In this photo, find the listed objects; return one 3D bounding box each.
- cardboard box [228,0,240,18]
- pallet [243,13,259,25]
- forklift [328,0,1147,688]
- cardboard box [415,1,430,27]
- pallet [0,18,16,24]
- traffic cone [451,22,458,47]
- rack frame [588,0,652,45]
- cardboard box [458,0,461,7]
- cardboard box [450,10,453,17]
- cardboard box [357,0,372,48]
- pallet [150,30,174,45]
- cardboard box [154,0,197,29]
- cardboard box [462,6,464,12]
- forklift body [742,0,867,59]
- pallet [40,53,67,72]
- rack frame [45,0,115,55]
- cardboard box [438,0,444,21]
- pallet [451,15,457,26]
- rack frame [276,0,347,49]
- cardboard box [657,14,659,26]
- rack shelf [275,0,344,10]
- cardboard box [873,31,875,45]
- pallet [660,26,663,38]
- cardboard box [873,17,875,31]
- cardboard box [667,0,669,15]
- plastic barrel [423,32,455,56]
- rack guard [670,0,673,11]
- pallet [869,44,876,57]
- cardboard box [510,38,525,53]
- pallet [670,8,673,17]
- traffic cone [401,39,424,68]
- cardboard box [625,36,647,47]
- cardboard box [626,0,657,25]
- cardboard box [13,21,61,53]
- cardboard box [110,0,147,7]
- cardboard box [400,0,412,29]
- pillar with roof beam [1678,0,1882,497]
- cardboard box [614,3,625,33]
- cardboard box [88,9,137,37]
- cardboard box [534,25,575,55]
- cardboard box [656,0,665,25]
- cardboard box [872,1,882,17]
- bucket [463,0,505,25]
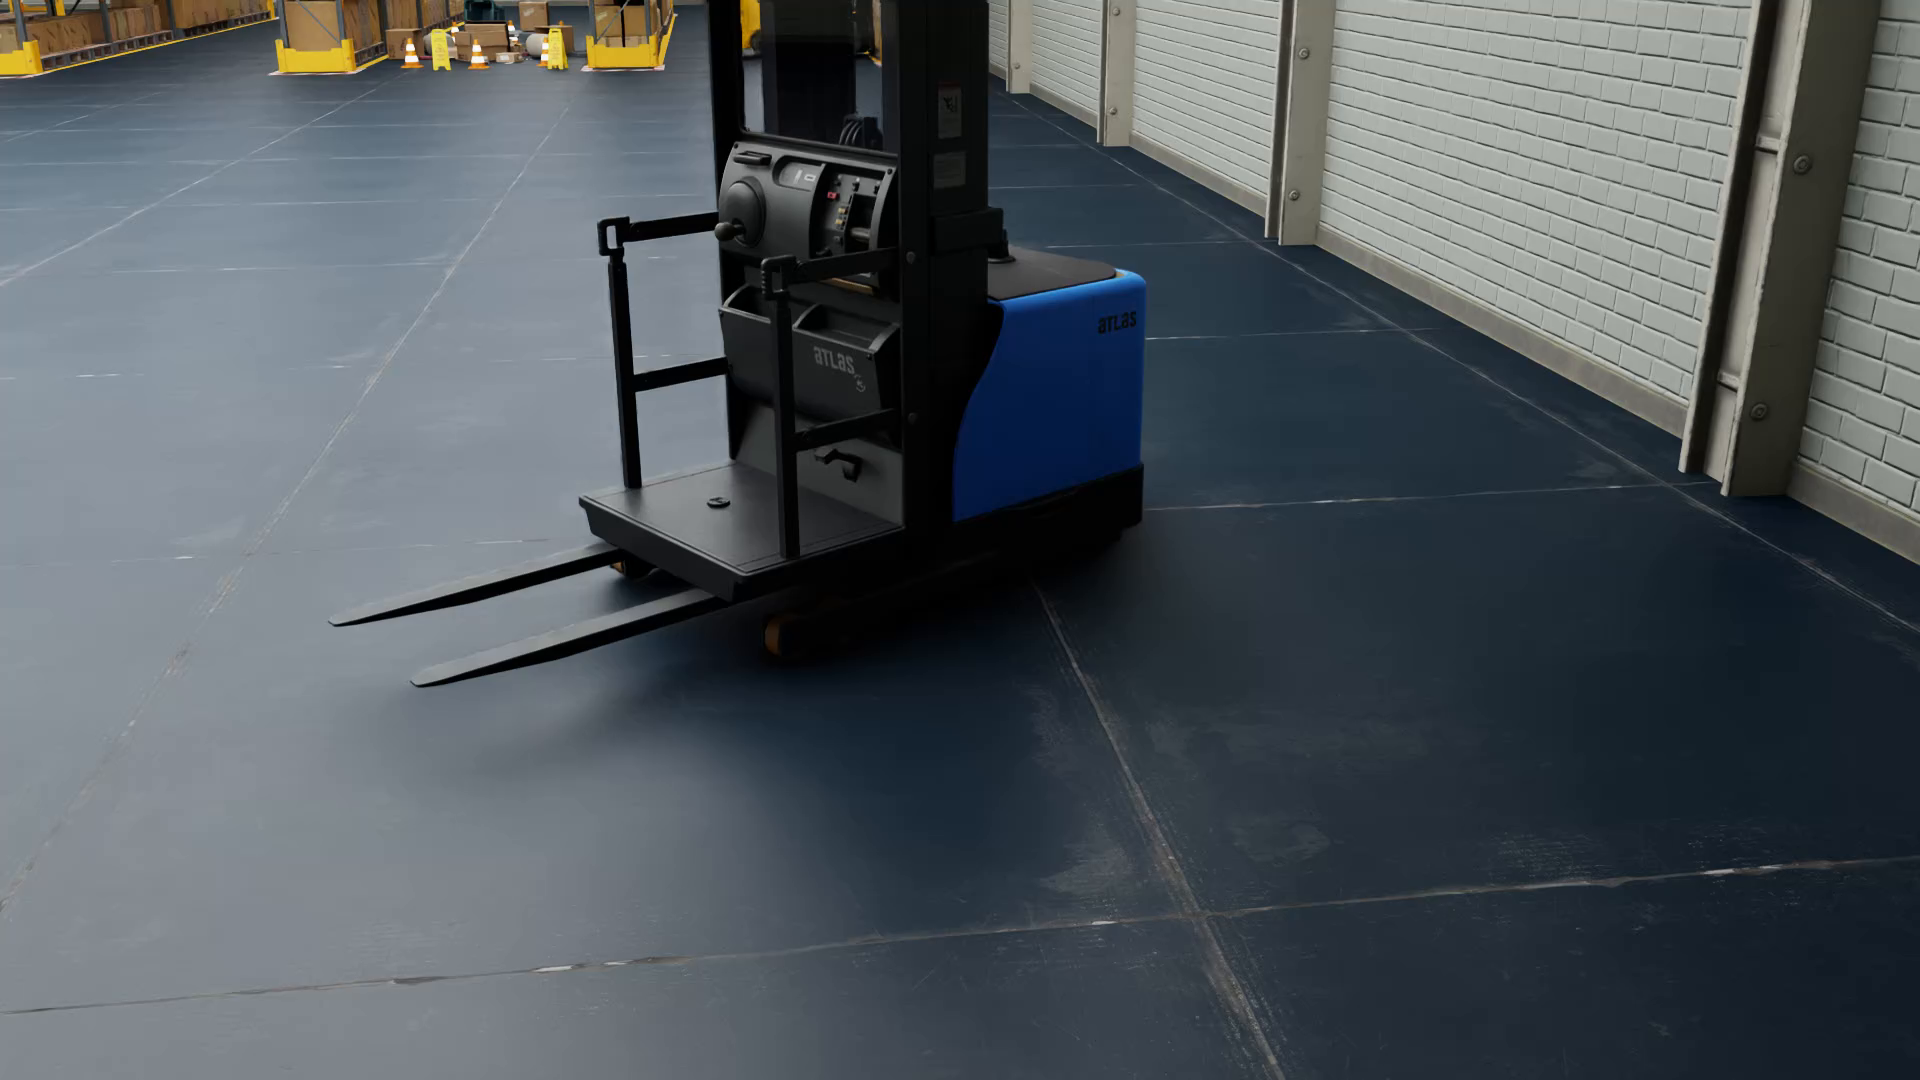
[{"bbox_3d":[-17.263,-12.528,38.408,0.875,0.875,0.875,-3,21,-8],"label":"cardboard box"},{"bbox_3d":[-17.459,-12.478,39.824,1.003,0.211,1.213,-3,21,-8],"label":"pallet"},{"bbox_3d":[-0.699,-1.171,5.663,3.031,2.935,1.130,-17,27,-39],"label":"forklift"},{"bbox_3d":[-11.598,-11.208,35.409,0.500,0.500,0.500,-4,21,-10],"label":"cardboard box"},{"bbox_3d":[-22.293,-11.790,37.982,1.003,0.211,1.213,-3,21,-8],"label":"pallet"},{"bbox_3d":[-9.870,-9.891,32.538,0.336,0.463,0.334,-3,21,-8],"label":"traffic cone"},{"bbox_3d":[-5.711,-9.439,27.701,1.000,3.000,0.127,-3,21,-8],"label":"rack frame"},{"bbox_3d":[-12.293,-12.984,40.242,0.380,0.149,0.250,-3,21,-7],"label":"cardboard box"},{"bbox_3d":[-12.059,-12.313,38.869,0.380,0.149,0.250,-4,21,-10],"label":"cardboard box"},{"bbox_3d":[-11.016,-9.207,29.518,0.875,0.875,0.875,-3,21,-7],"label":"cardboard box"},{"bbox_3d":[-16.560,-10.132,33.542,1.003,0.211,1.213,-3,21,-8],"label":"pallet"},{"bbox_3d":[-16.750,-11.150,34.720,1.225,0.875,0.875,-4,21,-10],"label":"cardboard box"},{"bbox_3d":[-12.381,-13.034,40.800,0.380,0.149,0.250,-4,21,-10],"label":"cardboard box"},{"bbox_3d":[-2.878,-9.858,30.035,2.313,2.155,1.214,-3,21,-8],"label":"forklift body"},{"bbox_3d":[-15.611,-7.942,27.679,1.003,0.211,1.213,-3,21,-8],"label":"pallet"},{"bbox_3d":[-16.094,-10.324,30.071,1.000,3.000,0.127,-3,21,-8],"label":"rack frame"},{"bbox_3d":[-11.895,-11.914,37.299,0.500,0.500,0.500,-3,21,-9],"label":"cardboard box"},{"bbox_3d":[-12.456,-12.234,39.169,1.003,0.211,1.213,-3,21,-8],"label":"pallet"},{"bbox_3d":[-10.595,-9.154,26.939,1.000,3.000,0.127,-3,21,-8],"label":"rack frame"},{"bbox_3d":[-6.473,-10.220,32.947,0.950,0.372,0.625,-2,21,-4],"label":"cardboard box"},{"bbox_3d":[-10.883,-9.510,28.919,1.077,0.370,4.000,-3,21,-8],"label":"rack shelf"},{"bbox_3d":[-1.306,-9.092,30.103,0.500,0.250,0.500,-3,21,-7],"label":"cardboard box"},{"bbox_3d":[-6.753,-10.632,34.881,1.003,0.211,1.213,-3,21,-8],"label":"pallet"},{"bbox_3d":[-1.336,-9.338,30.046,0.500,0.250,0.500,-3,21,-9],"label":"cardboard box"},{"bbox_3d":[-7.425,-12.813,39.797,0.875,0.438,0.875,-3,21,-9],"label":"cardboard box"},{"bbox_3d":[-9.490,-9.017,30.253,0.512,0.421,0.421,12,24,30],"label":"plastic barrel"},{"bbox_3d":[-8.021,-13.816,42.993,1.175,0.500,0.348,-3,21,-8],"label":"rack guard"},{"bbox_3d":[-1.124,-9.069,30.695,1.003,0.211,1.213,-3,21,-8],"label":"pallet"},{"bbox_3d":[-8.294,-9.153,30.843,0.396,0.266,0.258,17,27,39],"label":"cardboard box"},{"bbox_3d":[-7.825,-13.399,42.291,1.003,0.211,1.213,-3,21,-8],"label":"pallet"},{"bbox_3d":[-9.266,-8.221,28.067,0.336,0.463,0.334,-3,21,-8],"label":"traffic cone"},{"bbox_3d":[-5.554,-8.641,28.894,0.500,0.250,0.500,-3,21,-8],"label":"cardboard box"},{"bbox_3d":[-5.787,-9.540,30.229,0.500,0.500,0.500,-2,21,-5],"label":"cardboard box"},{"bbox_3d":[-15.783,-8.605,28.440,0.500,0.500,0.500,-1,21,-3],"label":"cardboard box"},{"bbox_3d":[-16.458,-10.682,32.901,0.500,0.250,0.500,-1,20,-2],"label":"cardboard box"},{"bbox_3d":[-11.620,-10.549,33.289,1.050,0.750,0.750,-3,21,-7],"label":"cardboard box"},{"bbox_3d":[-0.809,-4.261,5.263,9.100,9.000,0.400,-3,21,-8],"label":"pillar with roof beam"},{"bbox_3d":[-6.163,-9.144,29.168,0.500,0.500,0.500,-2,21,-6],"label":"cardboard box"},{"bbox_3d":[-16.292,-9.933,31.967,0.700,0.500,0.500,-5,21,-12],"label":"cardboard box"},{"bbox_3d":[-7.480,-9.214,30.669,0.500,0.500,0.500,12,24,29],"label":"cardboard box"},{"bbox_3d":[-6.882,-11.654,36.067,0.875,0.875,0.875,-3,21,-8],"label":"cardboard box"},{"bbox_3d":[-1.337,-9.562,29.931,0.500,0.250,0.500,-3,21,-7],"label":"cardboard box"},{"bbox_3d":[-8.870,-9.787,31.139,0.726,0.611,0.620,4,11,11],"label":"bucket"}]
